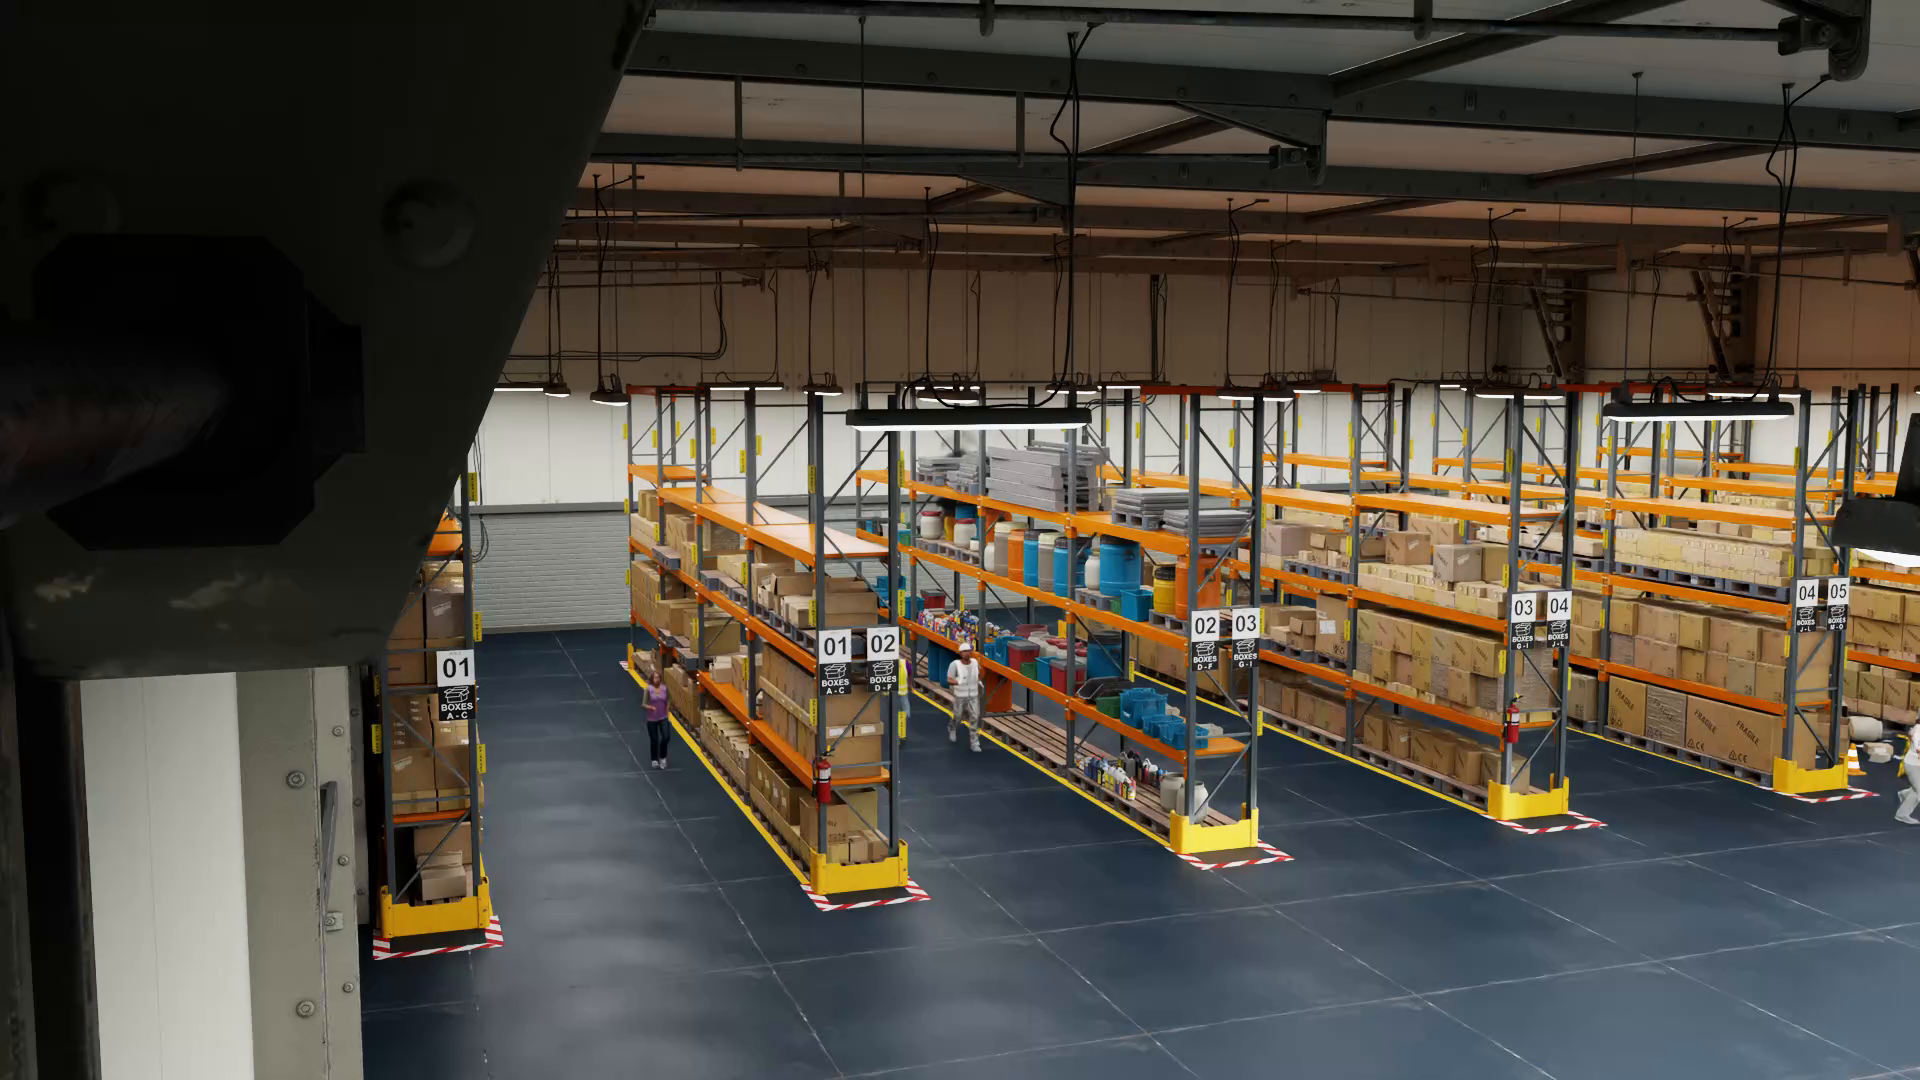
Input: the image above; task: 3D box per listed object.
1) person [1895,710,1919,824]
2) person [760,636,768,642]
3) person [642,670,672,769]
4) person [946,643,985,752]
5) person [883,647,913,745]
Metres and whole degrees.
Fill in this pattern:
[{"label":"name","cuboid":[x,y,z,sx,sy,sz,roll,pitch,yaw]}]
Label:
[{"label":"person","cuboid":[13.417,3.143,23.160,0.609,1.624,0.626,4,7,35]},{"label":"person","cuboid":[-3.926,1.944,34.076,0.676,1.787,0.722,-4,7,-31]},{"label":"person","cuboid":[-4.749,2.838,26.181,0.500,1.577,0.650,-2,6,-20]},{"label":"person","cuboid":[0.096,2.582,27.563,0.690,1.759,1.004,-2,6,-20]},{"label":"person","cuboid":[-1.060,2.593,27.861,0.674,1.721,0.569,-2,6,-21]}]
